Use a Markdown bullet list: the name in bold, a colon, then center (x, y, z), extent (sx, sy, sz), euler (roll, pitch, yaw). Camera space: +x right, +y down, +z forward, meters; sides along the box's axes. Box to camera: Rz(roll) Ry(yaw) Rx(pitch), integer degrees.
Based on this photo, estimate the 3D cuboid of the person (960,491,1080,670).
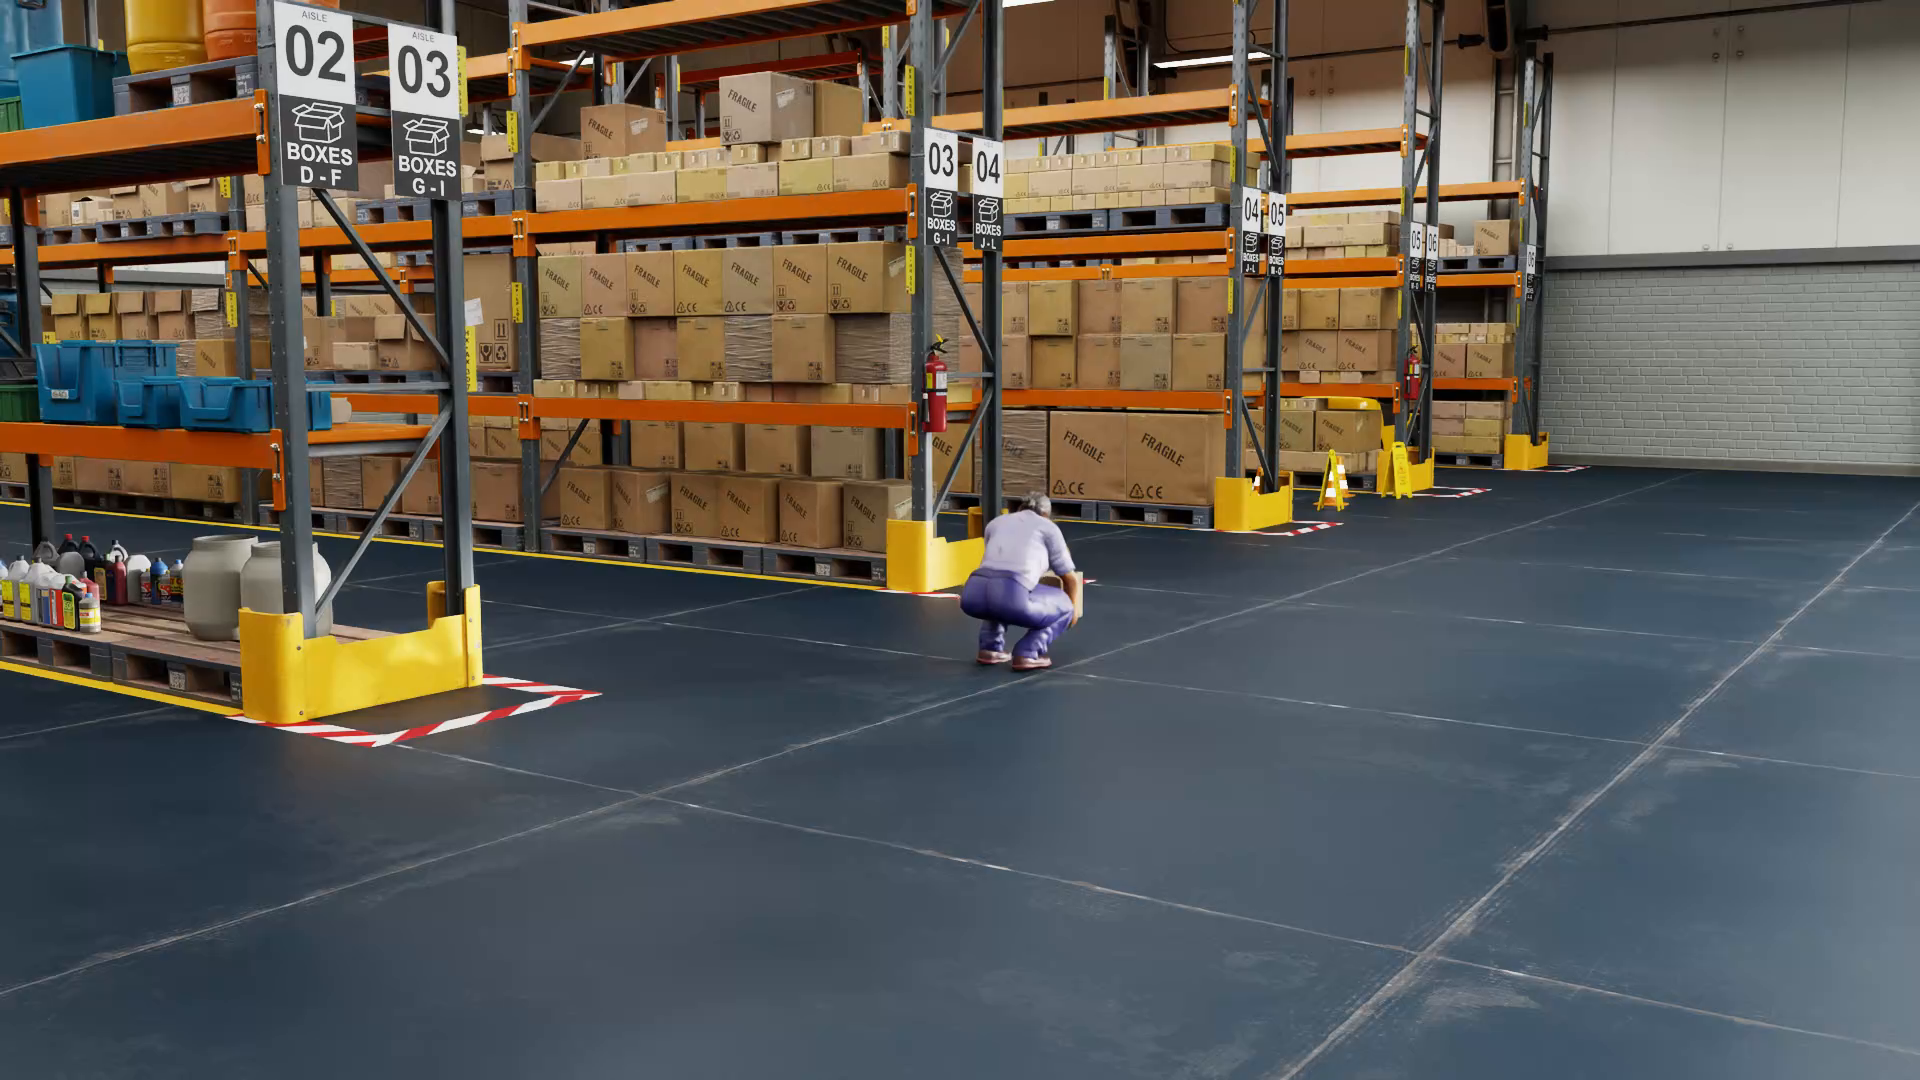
- **person**: center (0.328, 0.213, 8.983), extent (0.533, 0.924, 0.824), euler (4, 8, 34)
